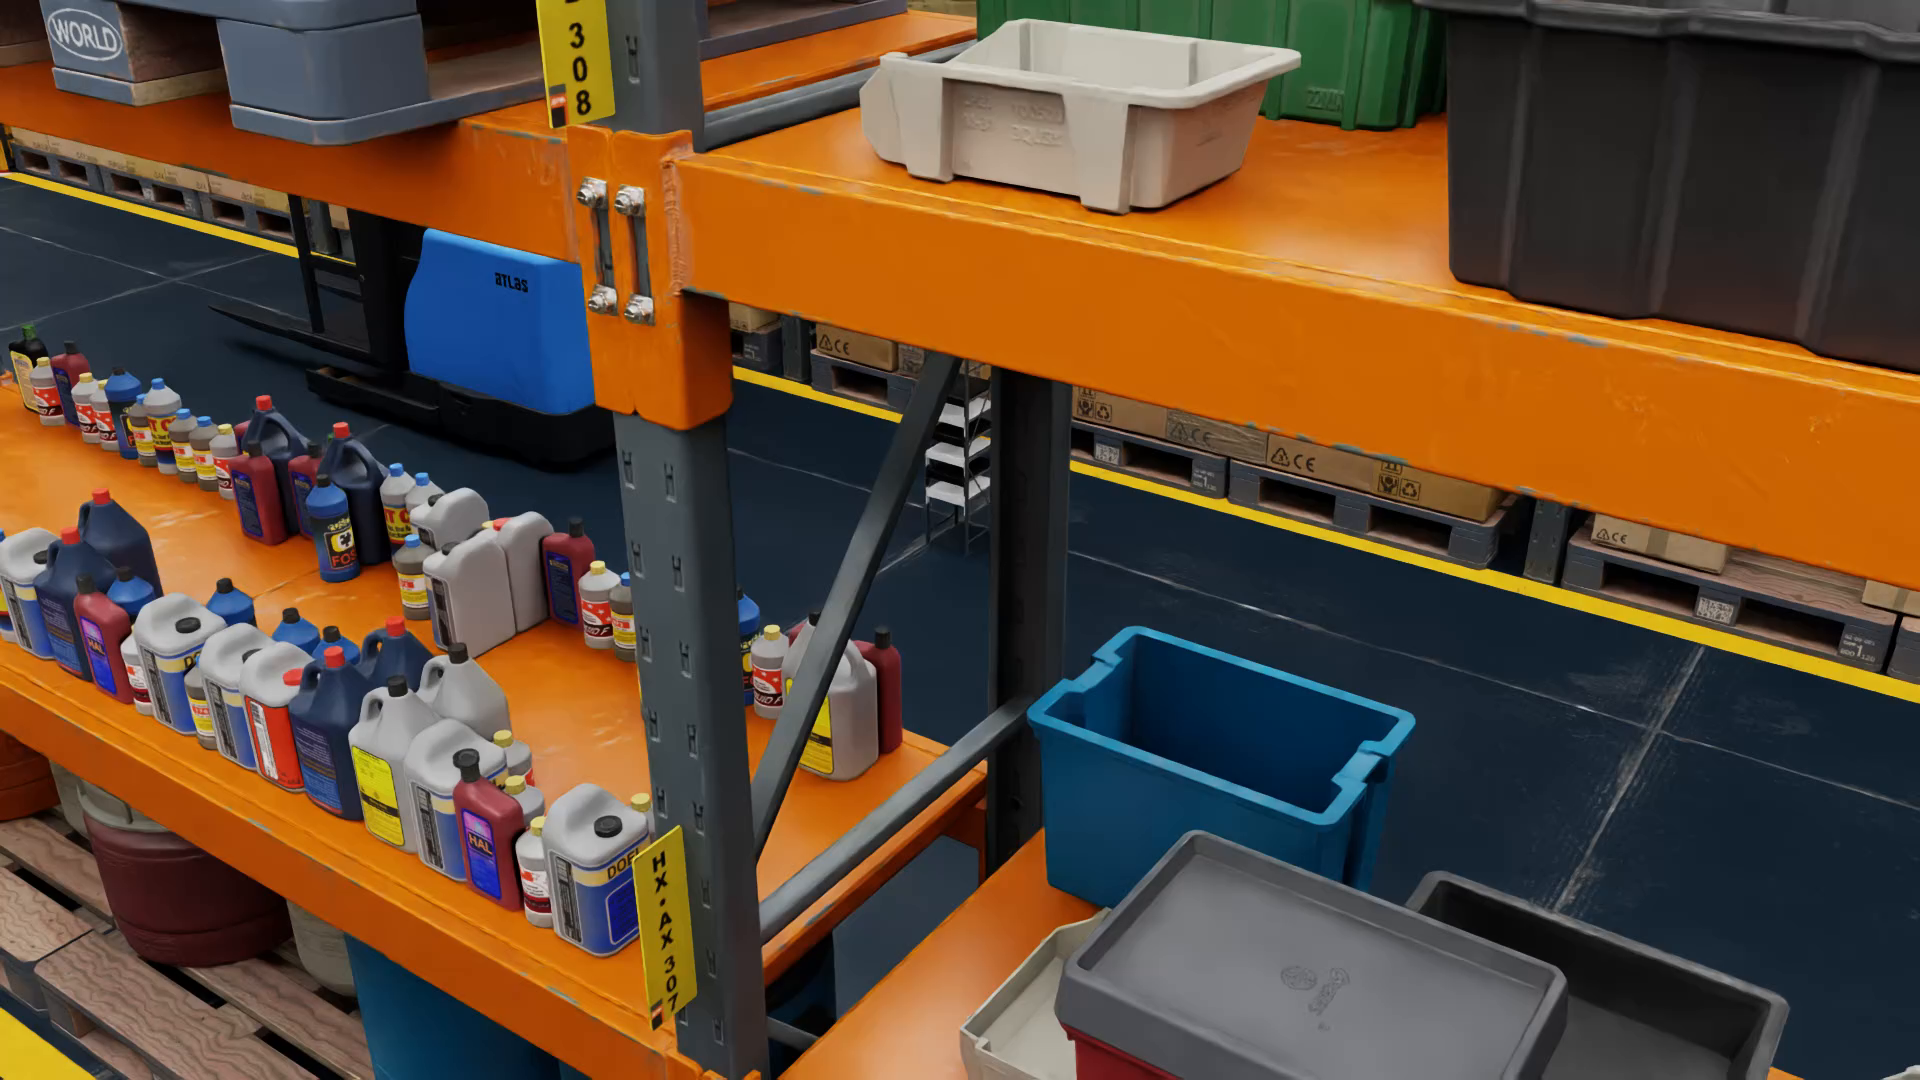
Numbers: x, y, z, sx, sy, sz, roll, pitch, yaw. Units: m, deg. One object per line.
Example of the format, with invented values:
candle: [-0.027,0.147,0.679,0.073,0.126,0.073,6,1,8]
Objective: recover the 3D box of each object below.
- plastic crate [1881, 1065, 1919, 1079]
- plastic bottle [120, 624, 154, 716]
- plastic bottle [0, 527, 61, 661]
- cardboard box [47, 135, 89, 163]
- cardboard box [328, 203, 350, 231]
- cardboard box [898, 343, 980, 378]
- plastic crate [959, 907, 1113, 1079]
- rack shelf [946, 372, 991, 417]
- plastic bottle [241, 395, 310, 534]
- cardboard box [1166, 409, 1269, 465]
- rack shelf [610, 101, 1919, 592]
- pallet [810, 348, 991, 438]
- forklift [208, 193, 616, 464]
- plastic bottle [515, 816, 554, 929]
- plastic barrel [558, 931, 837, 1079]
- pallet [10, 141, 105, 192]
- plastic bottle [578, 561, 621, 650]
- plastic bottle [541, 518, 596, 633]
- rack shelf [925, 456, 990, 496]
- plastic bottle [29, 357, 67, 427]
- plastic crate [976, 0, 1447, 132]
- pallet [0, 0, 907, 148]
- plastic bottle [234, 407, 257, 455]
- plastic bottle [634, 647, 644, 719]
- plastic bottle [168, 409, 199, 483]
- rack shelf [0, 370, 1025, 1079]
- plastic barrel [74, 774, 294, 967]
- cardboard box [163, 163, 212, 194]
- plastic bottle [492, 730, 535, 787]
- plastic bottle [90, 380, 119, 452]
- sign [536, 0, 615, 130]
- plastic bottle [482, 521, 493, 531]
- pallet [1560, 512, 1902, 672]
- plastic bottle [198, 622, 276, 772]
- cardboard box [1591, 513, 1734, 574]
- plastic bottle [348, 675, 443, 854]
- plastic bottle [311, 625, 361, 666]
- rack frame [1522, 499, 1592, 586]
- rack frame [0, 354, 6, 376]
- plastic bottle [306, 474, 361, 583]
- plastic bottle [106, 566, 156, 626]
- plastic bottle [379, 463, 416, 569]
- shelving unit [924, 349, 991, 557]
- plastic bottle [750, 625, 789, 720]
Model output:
plastic crate: [1.478,0.928,2.345,0.466,0.136,0.293,17,32,30]
plastic bottle: [-1.765,0.273,3.625,0.097,0.201,0.097,0,27,0]
plastic bottle: [-2.108,0.118,3.847,0.135,0.276,0.152,17,32,30]
cardboard box: [-6.481,-3.044,12.493,0.500,0.250,0.500,17,32,30]
cardboard box: [-3.722,-2.169,10.773,0.500,0.250,0.500,16,31,29]
cardboard box: [0.031,-1.102,8.379,0.500,0.500,0.500,16,31,29]
plastic crate: [0.175,0.766,2.663,0.243,0.136,0.396,17,32,30]
rack shelf: [0.007,-0.610,6.934,0.200,0.077,0.258,17,32,30]
plastic bottle: [-1.800,-0.209,4.407,0.185,0.351,0.144,17,32,30]
cardboard box: [1.295,-0.709,7.608,0.500,0.500,0.500,18,32,31]
rack shelf: [1.521,-0.001,1.430,4.000,0.370,1.077,17,32,30]
pallet: [-0.023,-0.927,8.840,1.213,0.211,1.003,17,32,30]
forklift: [-2.799,-2.170,8.283,3.031,2.935,1.130,17,32,30]
plastic bottle: [-0.746,0.591,3.001,0.097,0.201,0.097,0,27,0]
plastic barrel: [-0.566,1.104,3.624,0.708,0.901,0.600,17,32,30]
pallet: [-6.557,-3.007,12.926,1.213,0.211,1.003,17,32,30]
plastic bottle: [-0.835,0.145,3.876,0.097,0.201,0.097,0,27,0]
plastic bottle: [-0.920,0.072,3.929,0.133,0.283,0.061,17,32,30]
rack shelf: [0.007,-0.289,7.098,0.200,0.077,0.258,17,32,30]
plastic bottle: [-2.765,-0.456,5.057,0.097,0.201,0.097,0,27,0]
plastic crate: [0.393,-0.745,2.332,0.662,0.188,0.450,17,32,30]
pallet: [-0.829,-0.915,2.643,1.003,0.211,1.213,17,32,30]
plastic bottle: [-1.907,-0.235,4.534,0.133,0.283,0.061,17,32,30]
plastic bottle: [-0.650,0.287,3.598,0.097,0.201,0.097,0,27,0]
plastic bottle: [-2.173,-0.271,4.695,0.097,0.201,0.097,0,27,0]
rack shelf: [-1.776,0.309,4.129,4.000,0.370,1.077,17,32,30]
plastic barrel: [-2.081,0.772,4.622,0.708,0.588,0.600,17,32,30]
cardboard box: [-5.247,-2.657,11.733,0.500,0.250,0.500,17,32,30]
plastic bottle: [-0.881,0.465,3.248,0.097,0.201,0.097,0,27,0]
plastic bottle: [-2.494,-0.371,4.892,0.097,0.201,0.097,0,27,0]
sign: [-0.440,-0.634,1.871,0.005,0.325,0.100,17,32,30]
plastic bottle: [-1.136,0.052,4.061,0.097,0.201,0.097,0,27,0]
pallet: [3.246,0.071,6.879,1.213,0.211,1.003,17,32,30]
plastic bottle: [-1.463,0.319,3.452,0.135,0.276,0.152,17,32,30]
cardboard box: [2.904,-0.158,6.733,0.500,0.311,0.500,17,32,30]
plastic bottle: [-1.070,0.410,3.191,0.185,0.351,0.144,17,32,30]
plastic bottle: [-1.297,0.304,3.487,0.097,0.271,0.097,0,27,0]
rack frame: [2.680,-1.349,6.593,0.127,3.000,1.000,17,32,30]
rack frame: [-3.424,-0.525,4.975,0.127,3.000,1.000,17,32,30]
plastic bottle: [-1.570,-0.035,4.154,0.097,0.271,0.097,0,27,0]
plastic bottle: [-1.841,0.185,3.721,0.097,0.271,0.097,0,27,0]
plastic bottle: [-1.408,-0.064,4.211,0.097,0.271,0.097,0,27,0]
shelving unit: [0.007,-0.399,7.042,0.210,0.900,0.258,17,32,30]
plastic bottle: [-0.403,0.280,3.612,0.097,0.201,0.097,0,27,0]
